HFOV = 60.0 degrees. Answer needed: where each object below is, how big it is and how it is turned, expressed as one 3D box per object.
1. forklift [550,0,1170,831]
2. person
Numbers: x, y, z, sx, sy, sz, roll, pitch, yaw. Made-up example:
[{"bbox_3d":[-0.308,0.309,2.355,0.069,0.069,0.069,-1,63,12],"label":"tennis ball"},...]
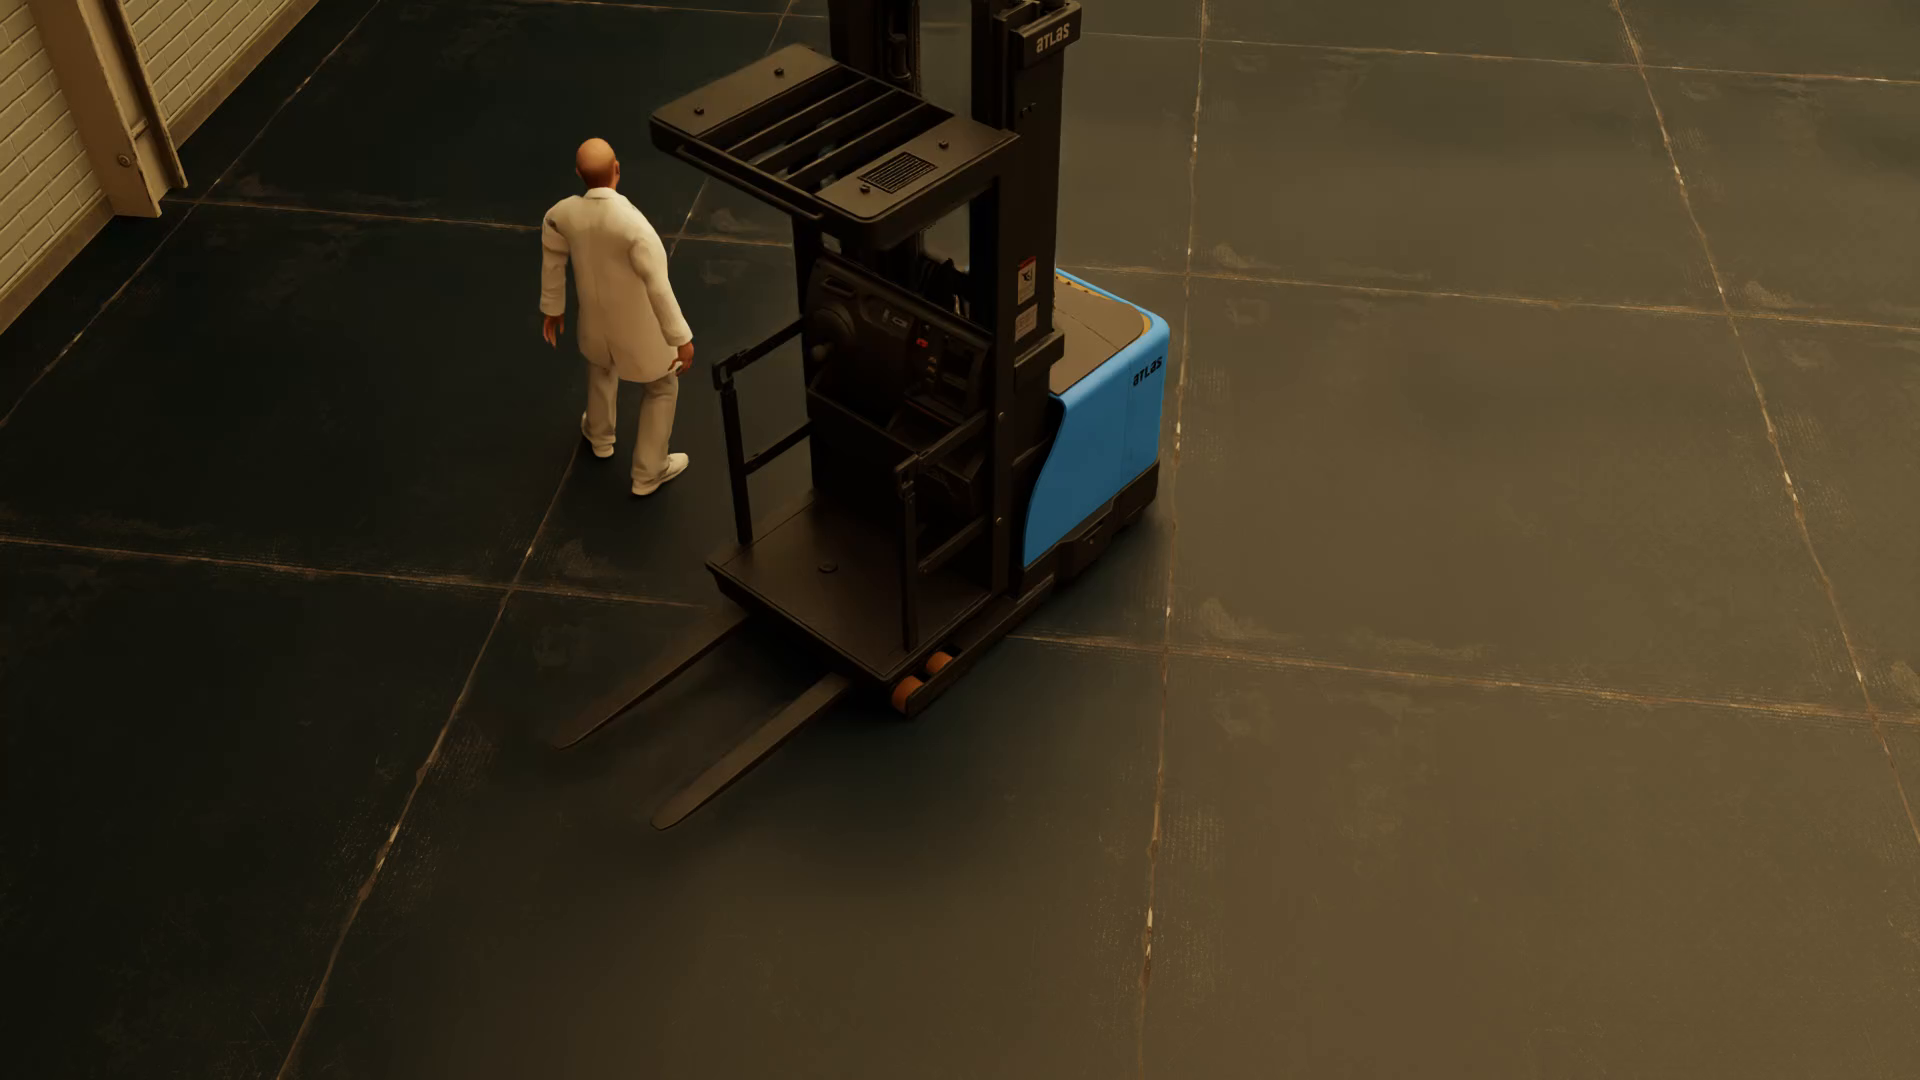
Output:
[{"bbox_3d":[-0.402,-0.724,6.512,1.130,2.935,3.031,31,51,29],"label":"forklift"},{"bbox_3d":[-1.593,-1.019,7.732,0.911,1.748,0.473,19,46,19],"label":"person"}]
